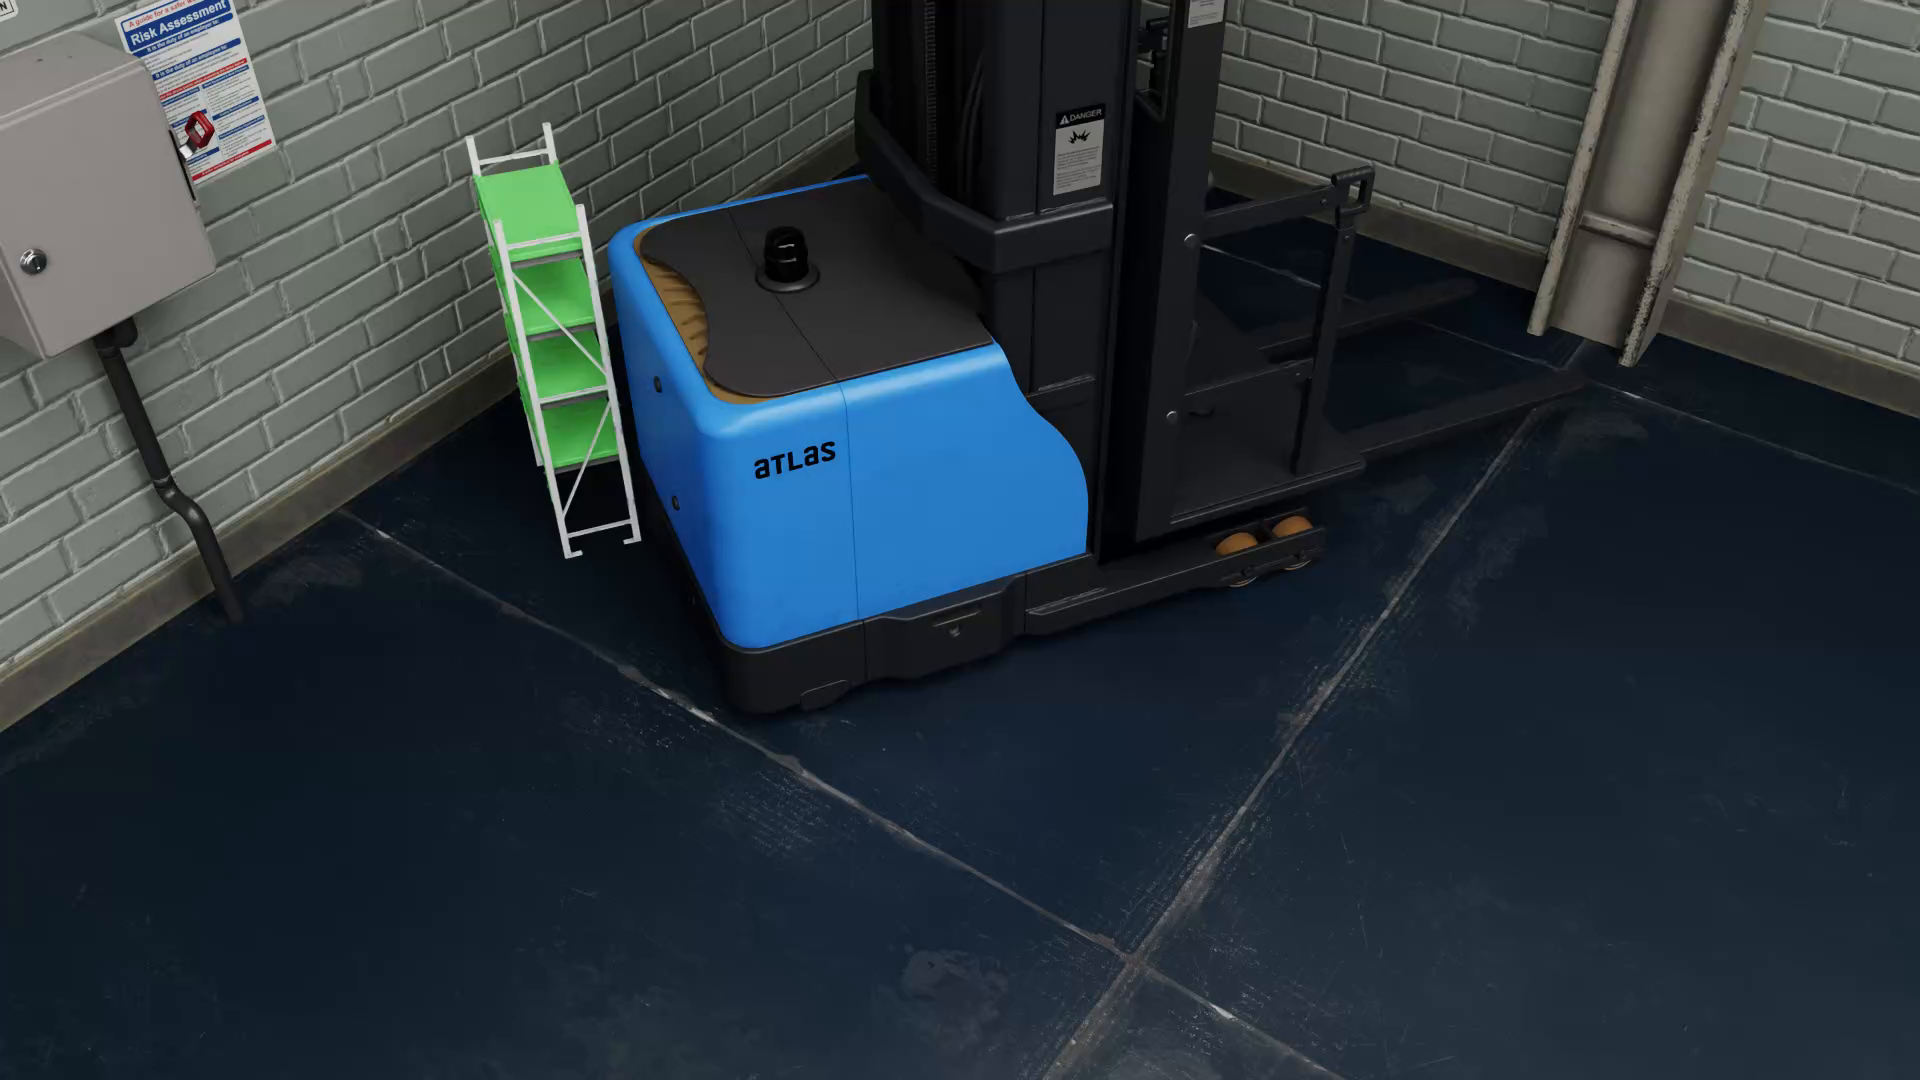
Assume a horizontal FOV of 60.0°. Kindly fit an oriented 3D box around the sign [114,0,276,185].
[{"bbox_3d":[-2.020,-1.207,4.420,0.001,0.494,0.329,25,48,25],"label":"sign"}]

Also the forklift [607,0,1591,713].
[{"bbox_3d":[0.572,-1.257,4.457,3.031,2.935,1.130,-16,44,-17],"label":"forklift"}]

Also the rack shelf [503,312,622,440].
[{"bbox_3d":[-1.207,-0.525,5.033,0.258,0.148,0.480,-14,44,-15],"label":"rack shelf"}]

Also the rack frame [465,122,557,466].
[{"bbox_3d":[-1.294,-0.725,5.161,0.240,1.200,0.015,-14,44,-15],"label":"rack frame"}]

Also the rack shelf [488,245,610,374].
[{"bbox_3d":[-1.207,-0.704,4.873,0.258,0.148,0.480,-14,44,-15],"label":"rack shelf"}]

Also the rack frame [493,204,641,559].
[{"bbox_3d":[-1.120,-0.421,4.821,0.240,1.200,0.015,-14,44,-15],"label":"rack frame"}]

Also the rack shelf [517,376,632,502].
[{"bbox_3d":[-1.207,-0.347,5.193,0.258,0.148,0.480,-14,44,-15],"label":"rack shelf"}]

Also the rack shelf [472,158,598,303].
[{"bbox_3d":[-1.207,-0.883,4.713,0.258,0.148,0.480,-14,44,-15],"label":"rack shelf"}]

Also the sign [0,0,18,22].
[{"bbox_3d":[-2.336,-1.250,3.778,0.001,0.242,0.339,25,48,25],"label":"sign"}]

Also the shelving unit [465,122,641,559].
[{"bbox_3d":[-1.207,-0.573,4.991,0.258,1.200,0.503,-14,44,-15],"label":"shelving unit"}]

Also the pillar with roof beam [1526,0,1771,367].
[{"bbox_3d":[-0.145,-1.777,0.488,0.400,9.000,9.100,25,48,25],"label":"pillar with roof beam"}]

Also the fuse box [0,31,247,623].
[{"bbox_3d":[-2.134,-0.413,4.428,0.414,1.711,0.539,25,48,25],"label":"fuse box"}]
